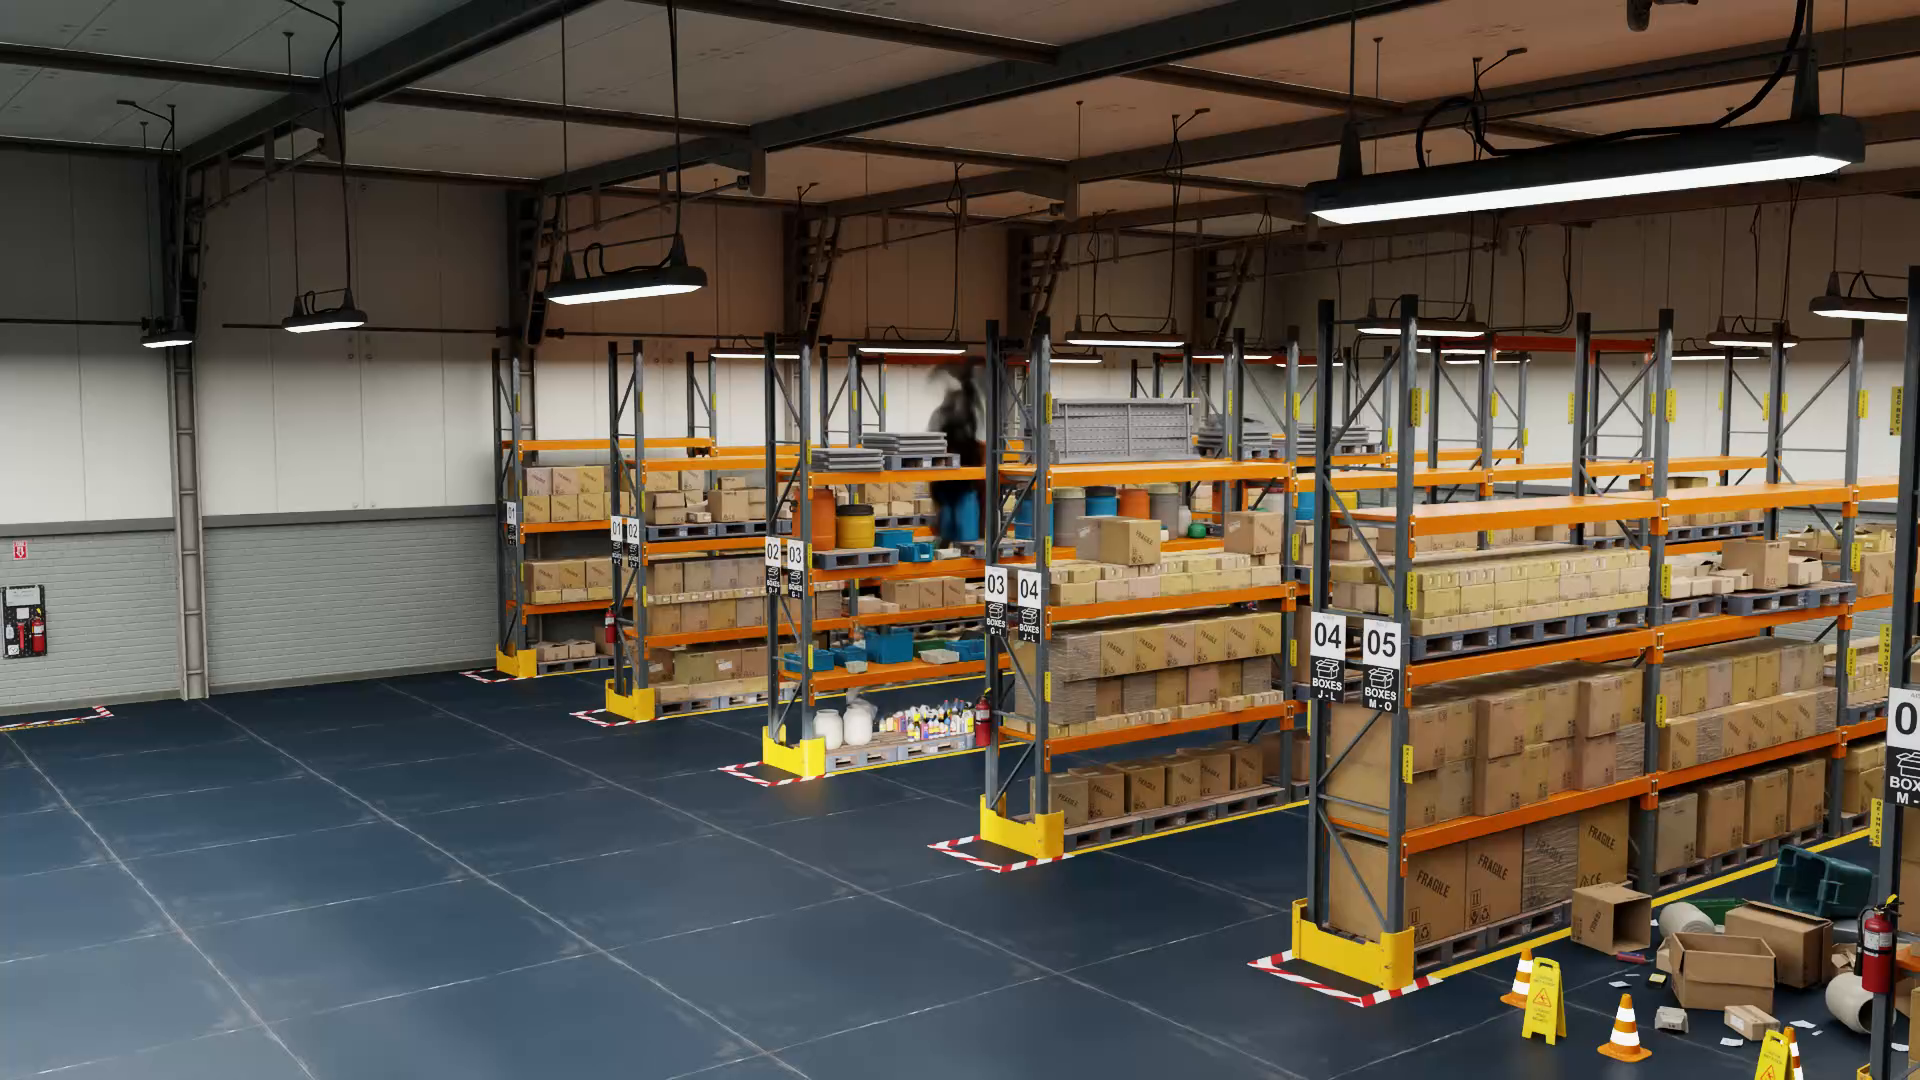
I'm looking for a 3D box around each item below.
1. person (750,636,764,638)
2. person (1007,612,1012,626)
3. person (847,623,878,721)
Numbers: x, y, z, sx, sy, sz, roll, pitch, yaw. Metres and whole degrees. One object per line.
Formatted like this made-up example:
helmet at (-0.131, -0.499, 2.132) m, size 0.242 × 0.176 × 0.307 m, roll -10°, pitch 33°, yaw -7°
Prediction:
person at (-3.653, 1.613, 30.650) m, size 0.714 × 1.733 × 0.791 m, roll 5°, pitch 7°, yaw 44°
person at (1.065, 1.203, 35.305) m, size 0.566 × 1.737 × 0.658 m, roll -4°, pitch 6°, yaw -39°
person at (-1.558, 2.106, 25.563) m, size 0.548 × 1.653 × 0.612 m, roll -3°, pitch 6°, yaw -30°
